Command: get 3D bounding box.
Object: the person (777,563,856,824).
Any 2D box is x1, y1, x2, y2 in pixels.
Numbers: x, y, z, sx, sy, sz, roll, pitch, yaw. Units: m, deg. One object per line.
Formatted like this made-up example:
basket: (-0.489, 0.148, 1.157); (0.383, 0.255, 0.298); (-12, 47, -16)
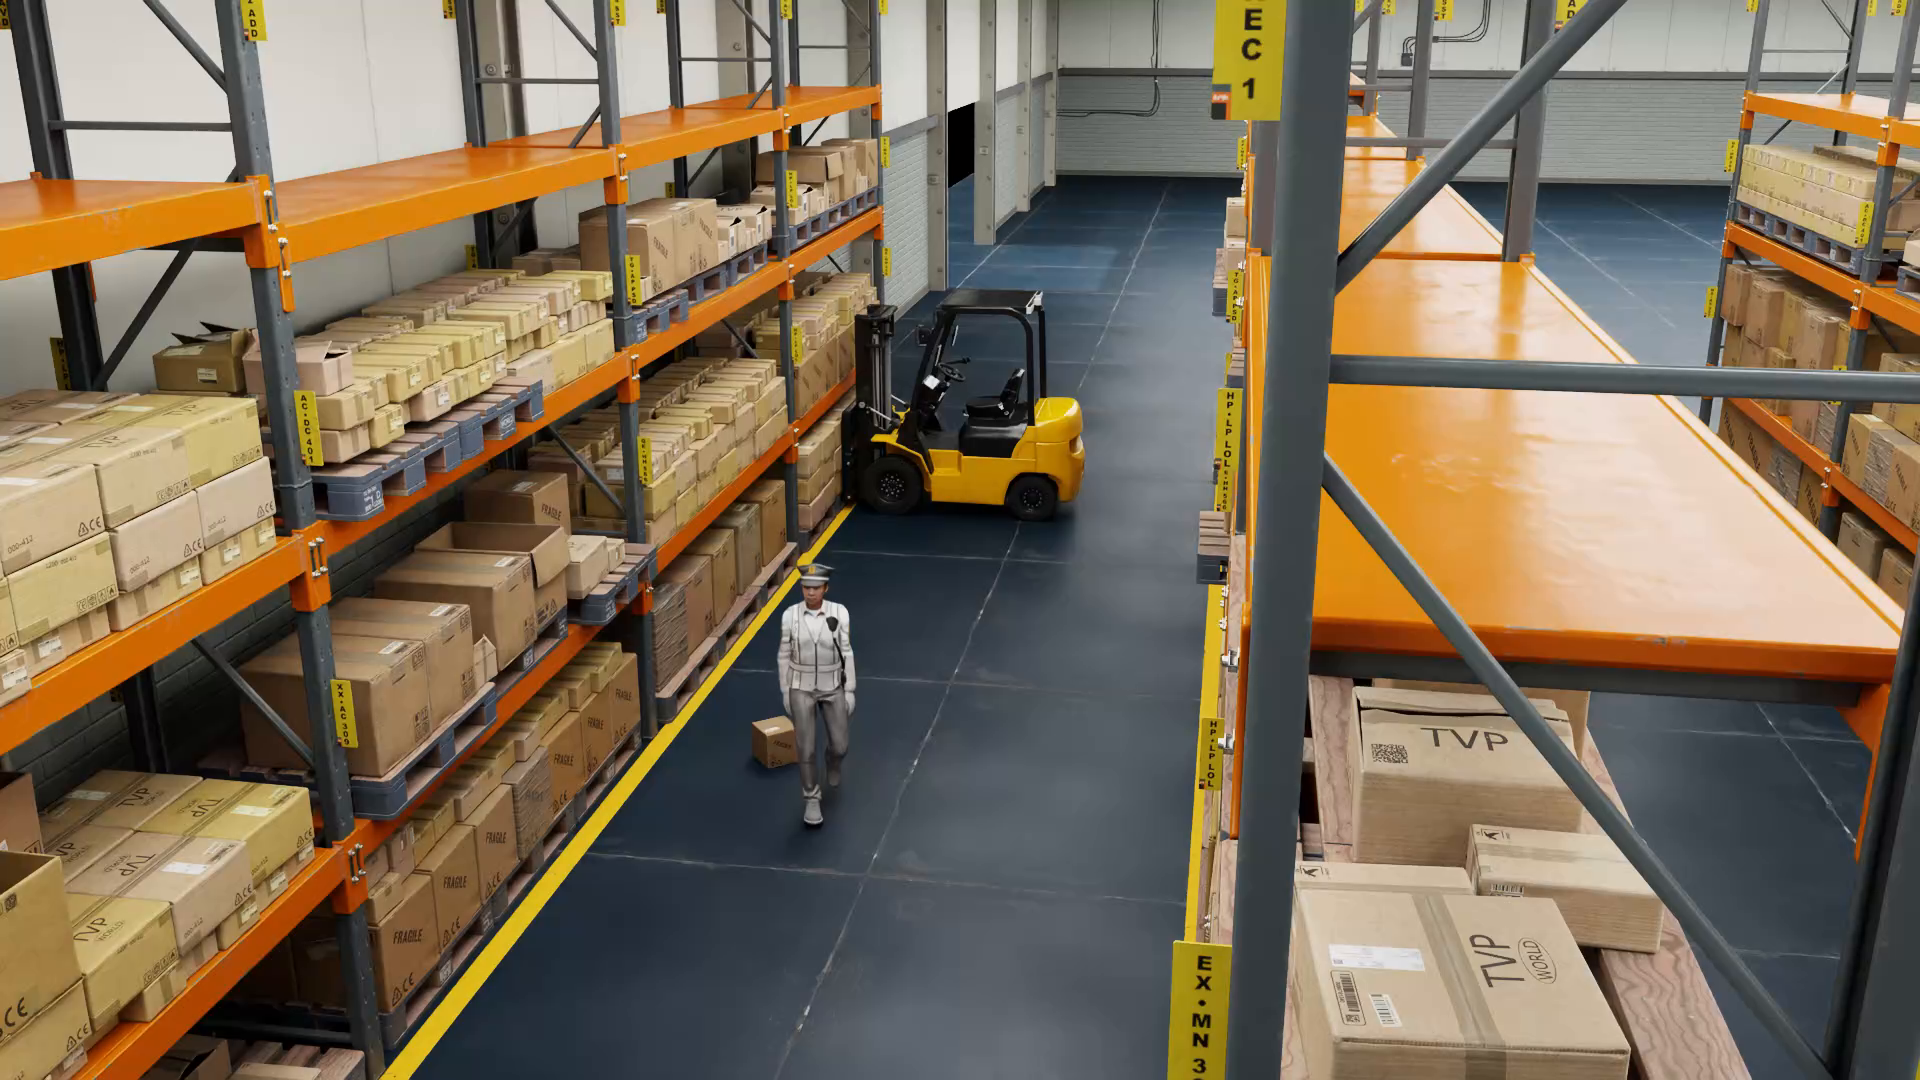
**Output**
person: (-0.905, 0.930, 10.521); (0.488, 1.676, 0.551); (-2, 18, -6)
